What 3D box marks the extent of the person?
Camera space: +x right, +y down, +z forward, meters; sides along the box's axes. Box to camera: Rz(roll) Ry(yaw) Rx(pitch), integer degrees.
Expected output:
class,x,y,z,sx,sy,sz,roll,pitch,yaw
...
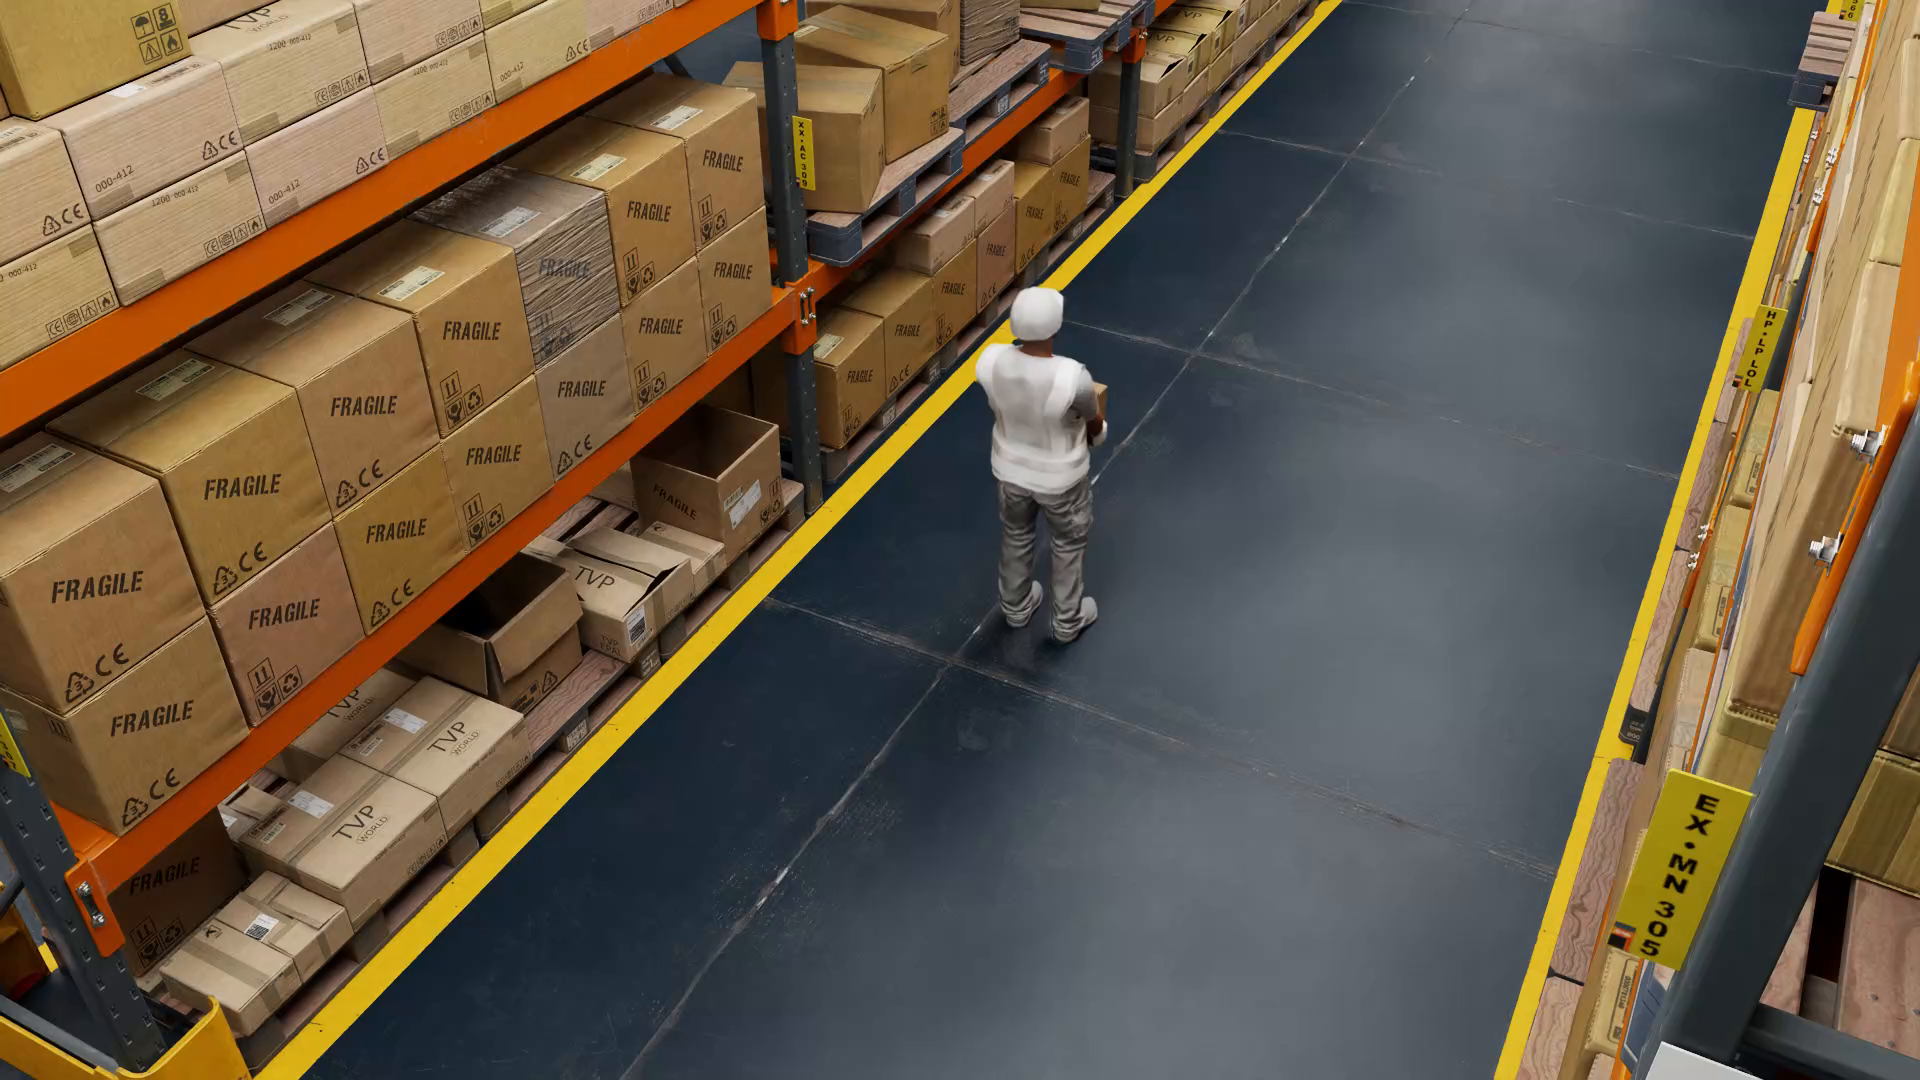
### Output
class,x,y,z,sx,sy,sz,roll,pitch,yaw
person,0.377,-0.358,7.195,0.503,1.788,0.565,18,41,21
